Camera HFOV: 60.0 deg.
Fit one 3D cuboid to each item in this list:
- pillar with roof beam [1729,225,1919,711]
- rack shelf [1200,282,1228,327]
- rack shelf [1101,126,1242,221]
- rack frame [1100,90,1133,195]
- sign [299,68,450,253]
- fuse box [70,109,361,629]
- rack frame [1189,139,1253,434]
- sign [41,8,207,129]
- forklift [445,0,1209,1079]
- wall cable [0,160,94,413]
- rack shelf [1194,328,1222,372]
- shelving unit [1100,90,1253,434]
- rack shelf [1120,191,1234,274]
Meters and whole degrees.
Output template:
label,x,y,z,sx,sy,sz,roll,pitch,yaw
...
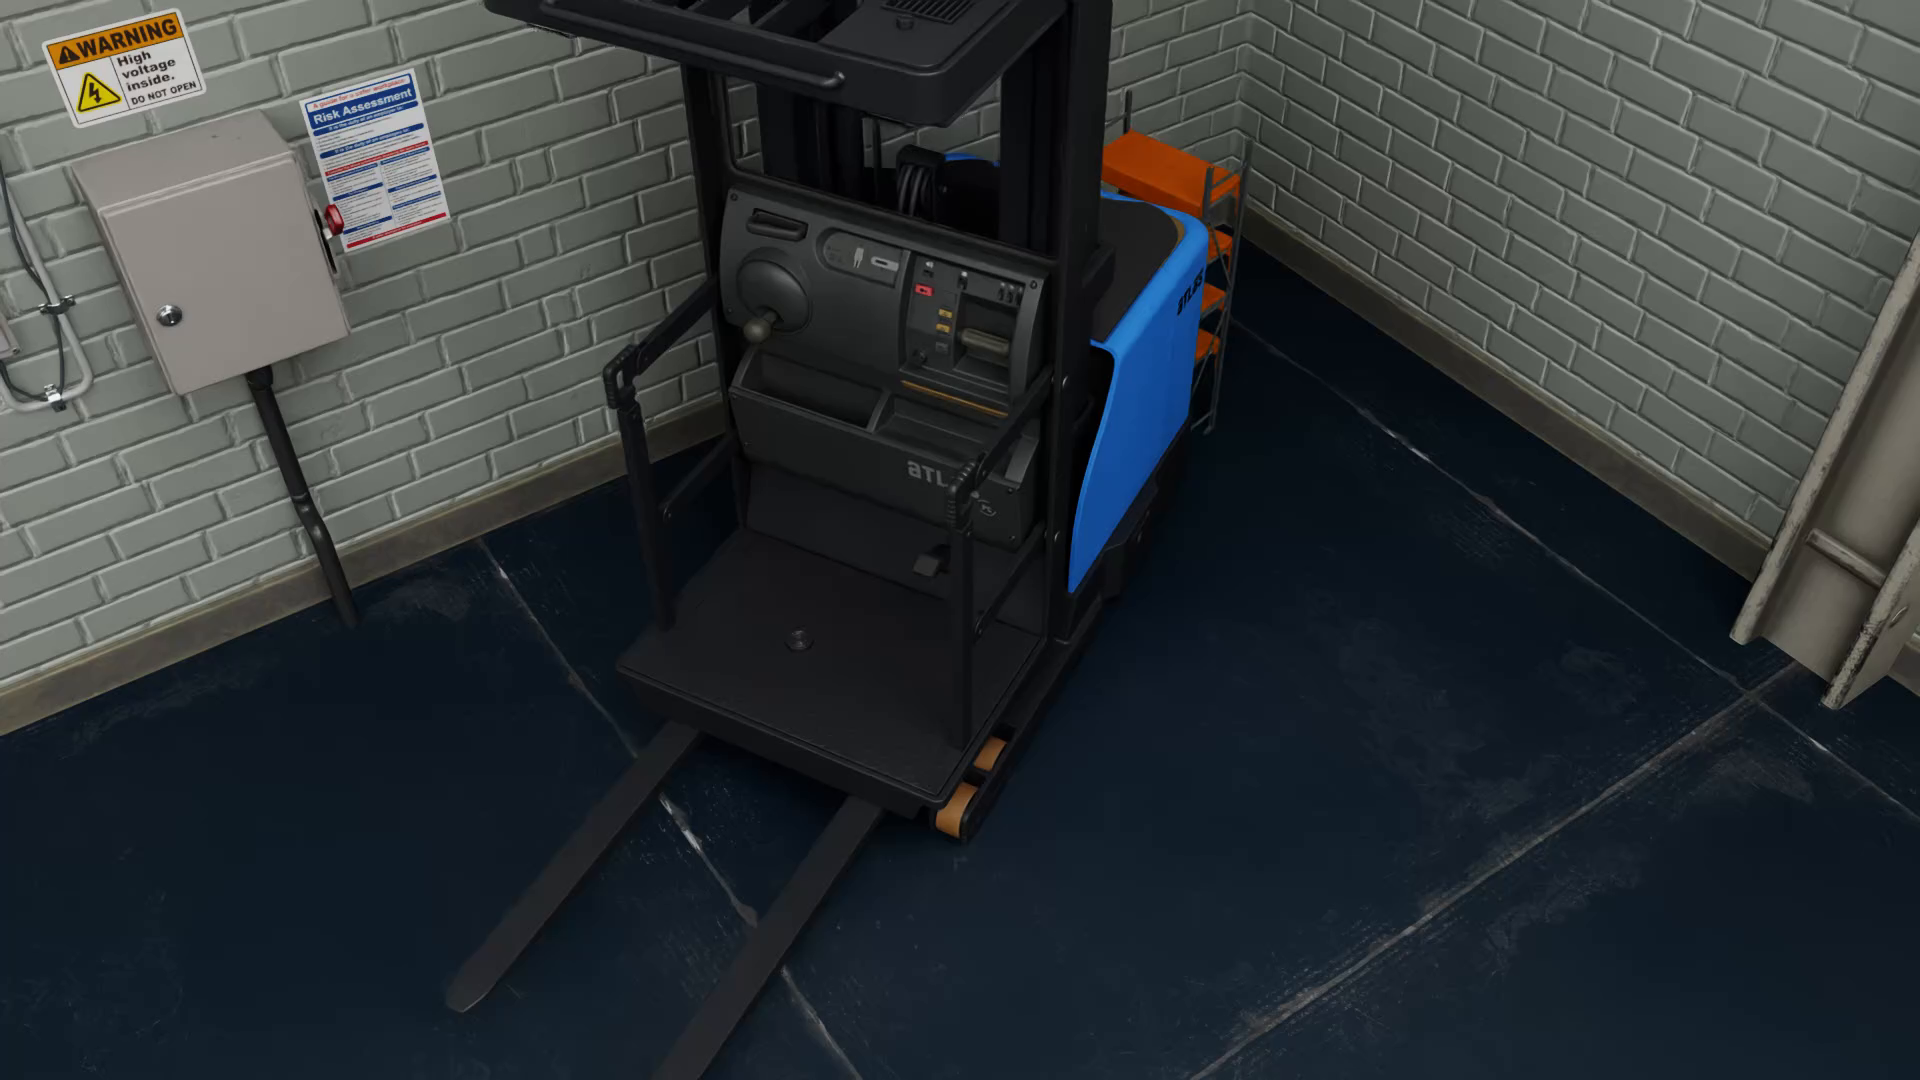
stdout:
label,x,y,z,sx,sy,sz,roll,pitch,yaw
pillar with roof beam,-0.787,-1.192,0.482,9.100,9.000,0.400,-26,49,-24
rack shelf,0.679,-0.858,5.877,0.480,0.148,0.258,31,52,29
rack shelf,0.679,-1.191,5.560,0.480,0.148,0.258,31,52,29
rack frame,0.496,-1.019,5.948,0.015,1.200,0.240,31,52,29
sign,-1.674,-1.086,4.784,0.329,0.494,0.001,-26,49,-24
fuse box,-1.960,-0.342,4.869,0.539,1.711,0.414,-26,49,-24
rack frame,0.862,-0.795,5.714,0.015,1.200,0.240,31,52,29
sign,-2.124,-1.202,4.239,0.339,0.242,0.001,-26,49,-24
forklift,-0.315,-0.552,4.205,1.130,2.935,3.031,20,47,19
wall cable,-2.610,-0.995,3.885,0.588,1.984,0.122,-26,49,-24
rack shelf,0.679,-0.715,6.015,0.480,0.148,0.258,31,52,29
shelving unit,0.679,-0.907,5.831,0.503,1.200,0.258,31,52,29
rack shelf,0.679,-1.020,5.723,0.480,0.148,0.258,31,52,29
